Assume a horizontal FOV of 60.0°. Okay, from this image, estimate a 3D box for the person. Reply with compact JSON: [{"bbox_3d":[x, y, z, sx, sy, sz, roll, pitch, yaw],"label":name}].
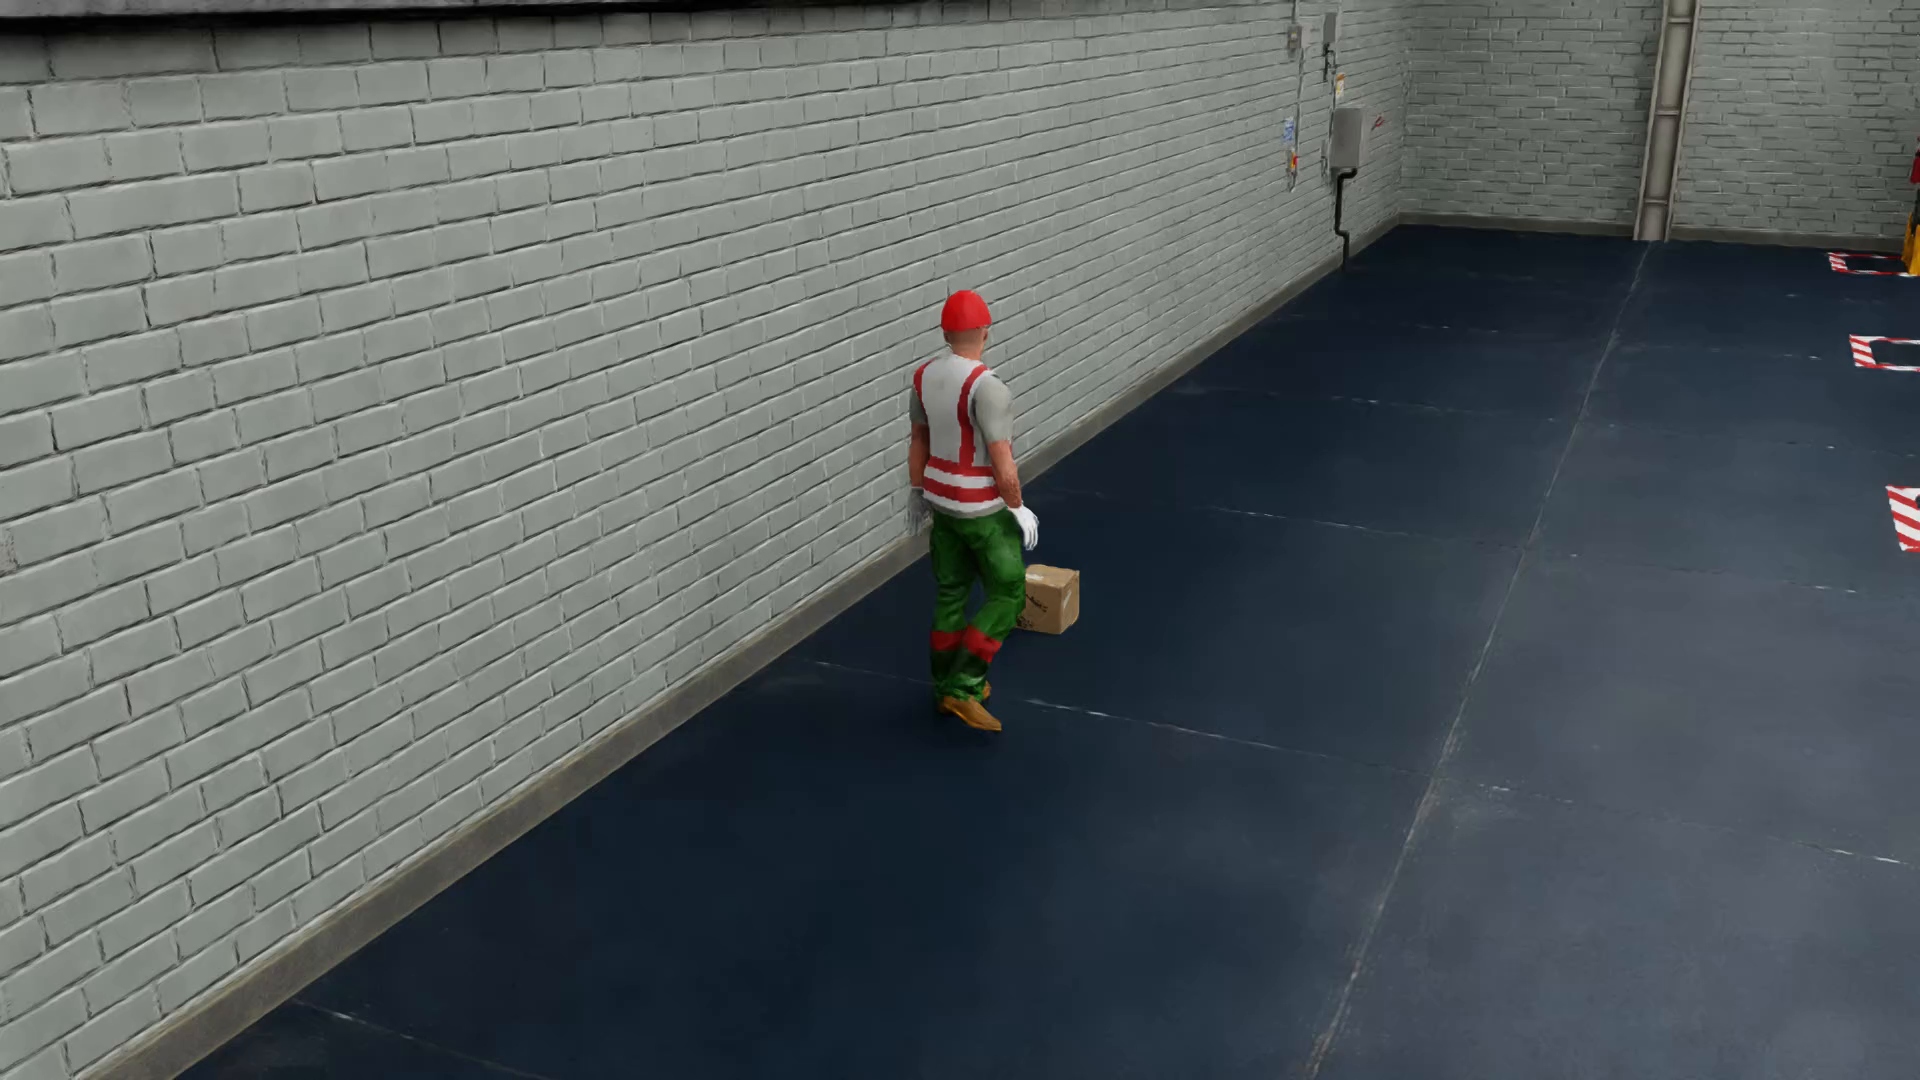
[{"bbox_3d":[0.035,-0.118,6.818,0.449,1.782,0.700,-14,23,-35],"label":"person"}]
